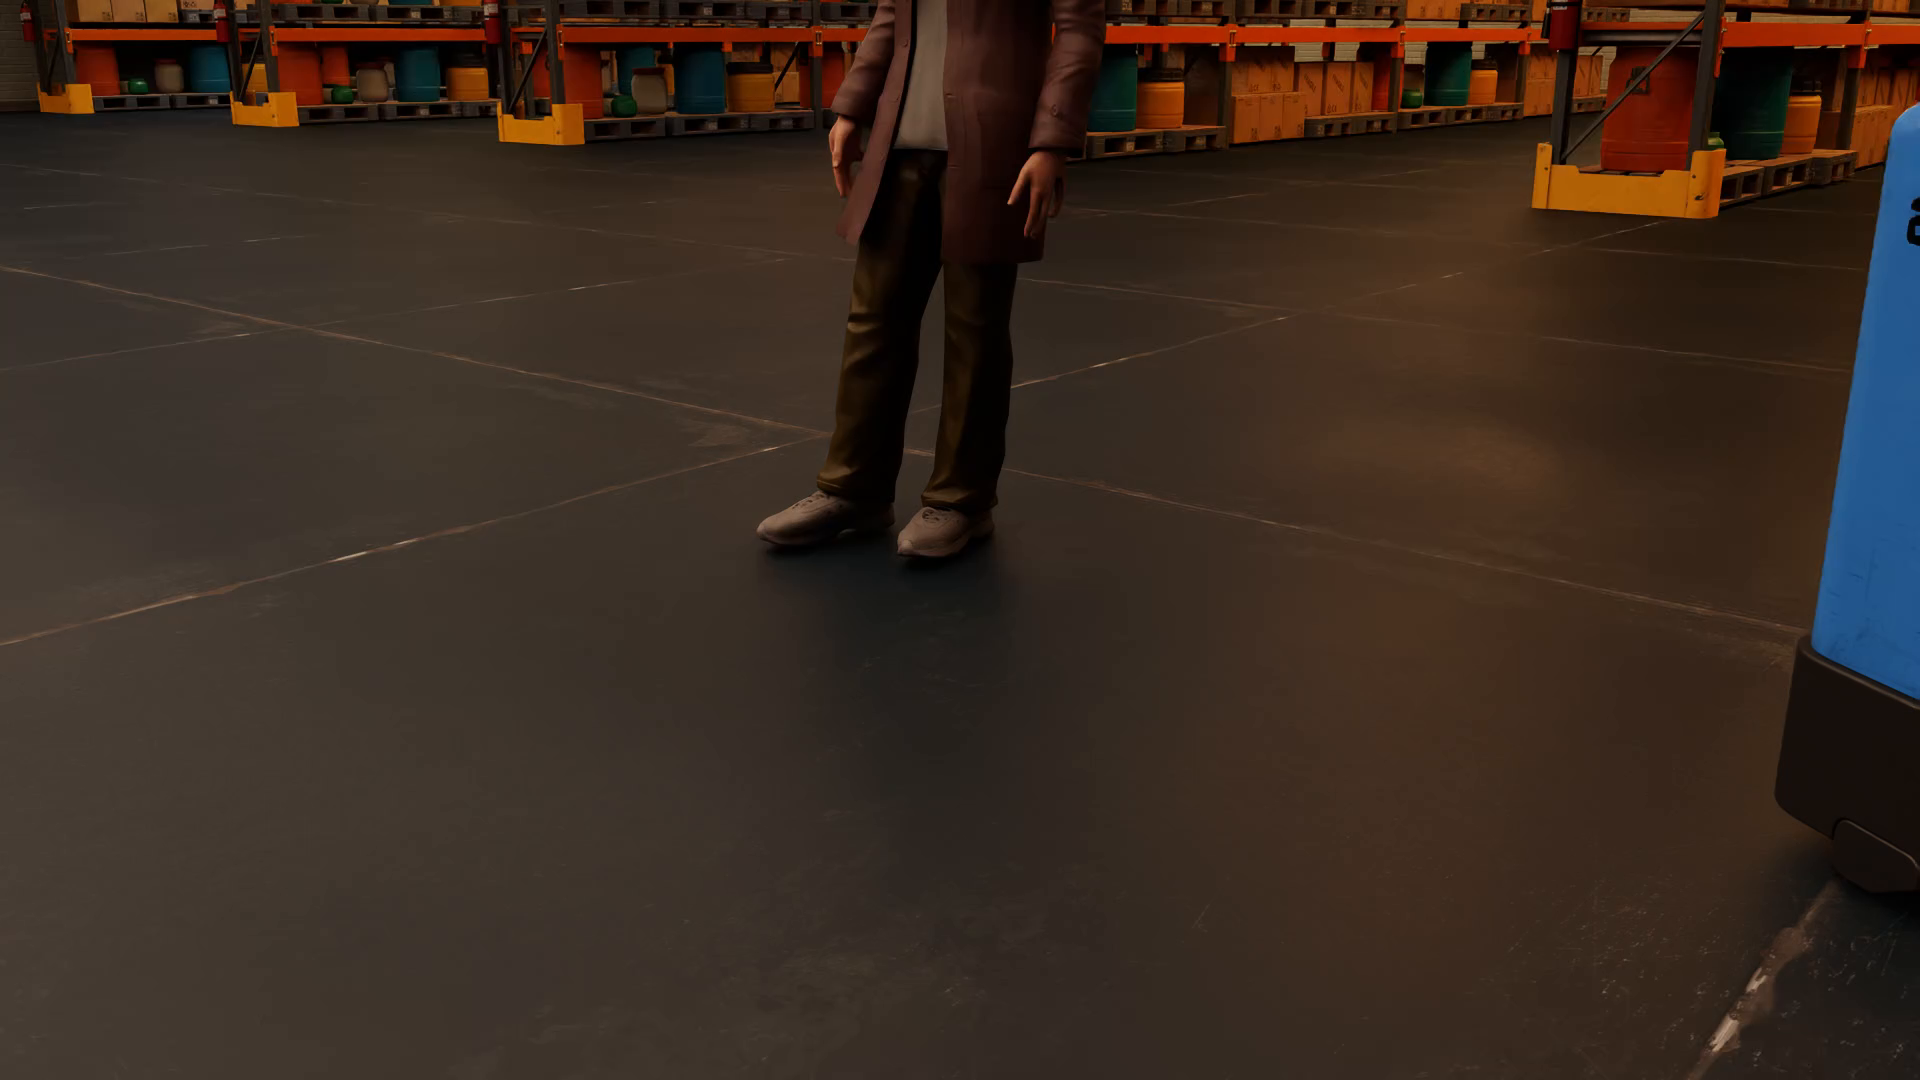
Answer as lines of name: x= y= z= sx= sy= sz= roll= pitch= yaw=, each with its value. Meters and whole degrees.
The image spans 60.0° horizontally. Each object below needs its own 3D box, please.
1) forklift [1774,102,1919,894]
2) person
forklift: x=2.076 y=-0.583 z=0.816 sx=1.130 sy=2.935 sz=3.031 roll=-5 pitch=17 yaw=-15
person: x=-0.062 y=-0.838 z=3.618 sx=0.696 sy=1.776 sz=0.582 roll=13 pitch=21 yaw=37
